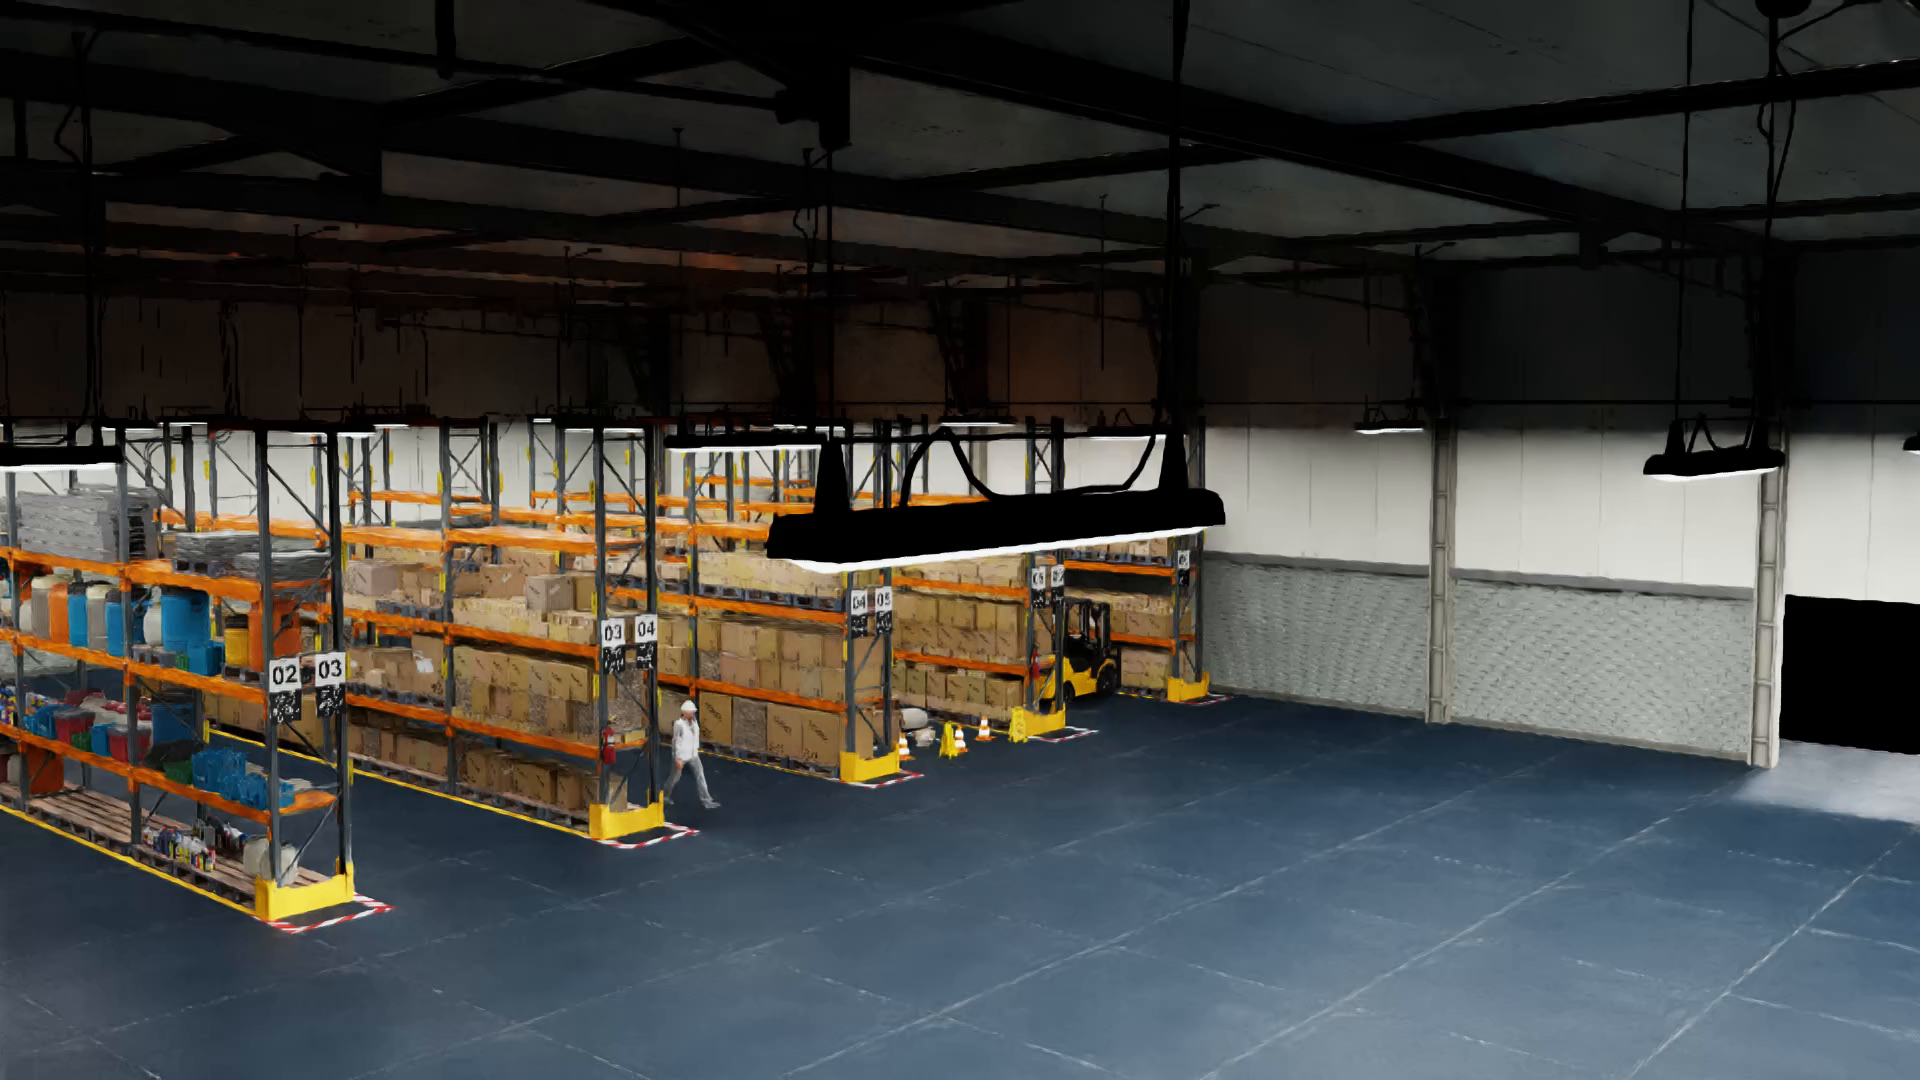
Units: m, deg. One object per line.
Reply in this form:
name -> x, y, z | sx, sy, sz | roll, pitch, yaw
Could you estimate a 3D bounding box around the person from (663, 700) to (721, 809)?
person -> -4.236, 3.322, 25.792 | 1.105, 1.695, 0.546 | 4, 6, 39
